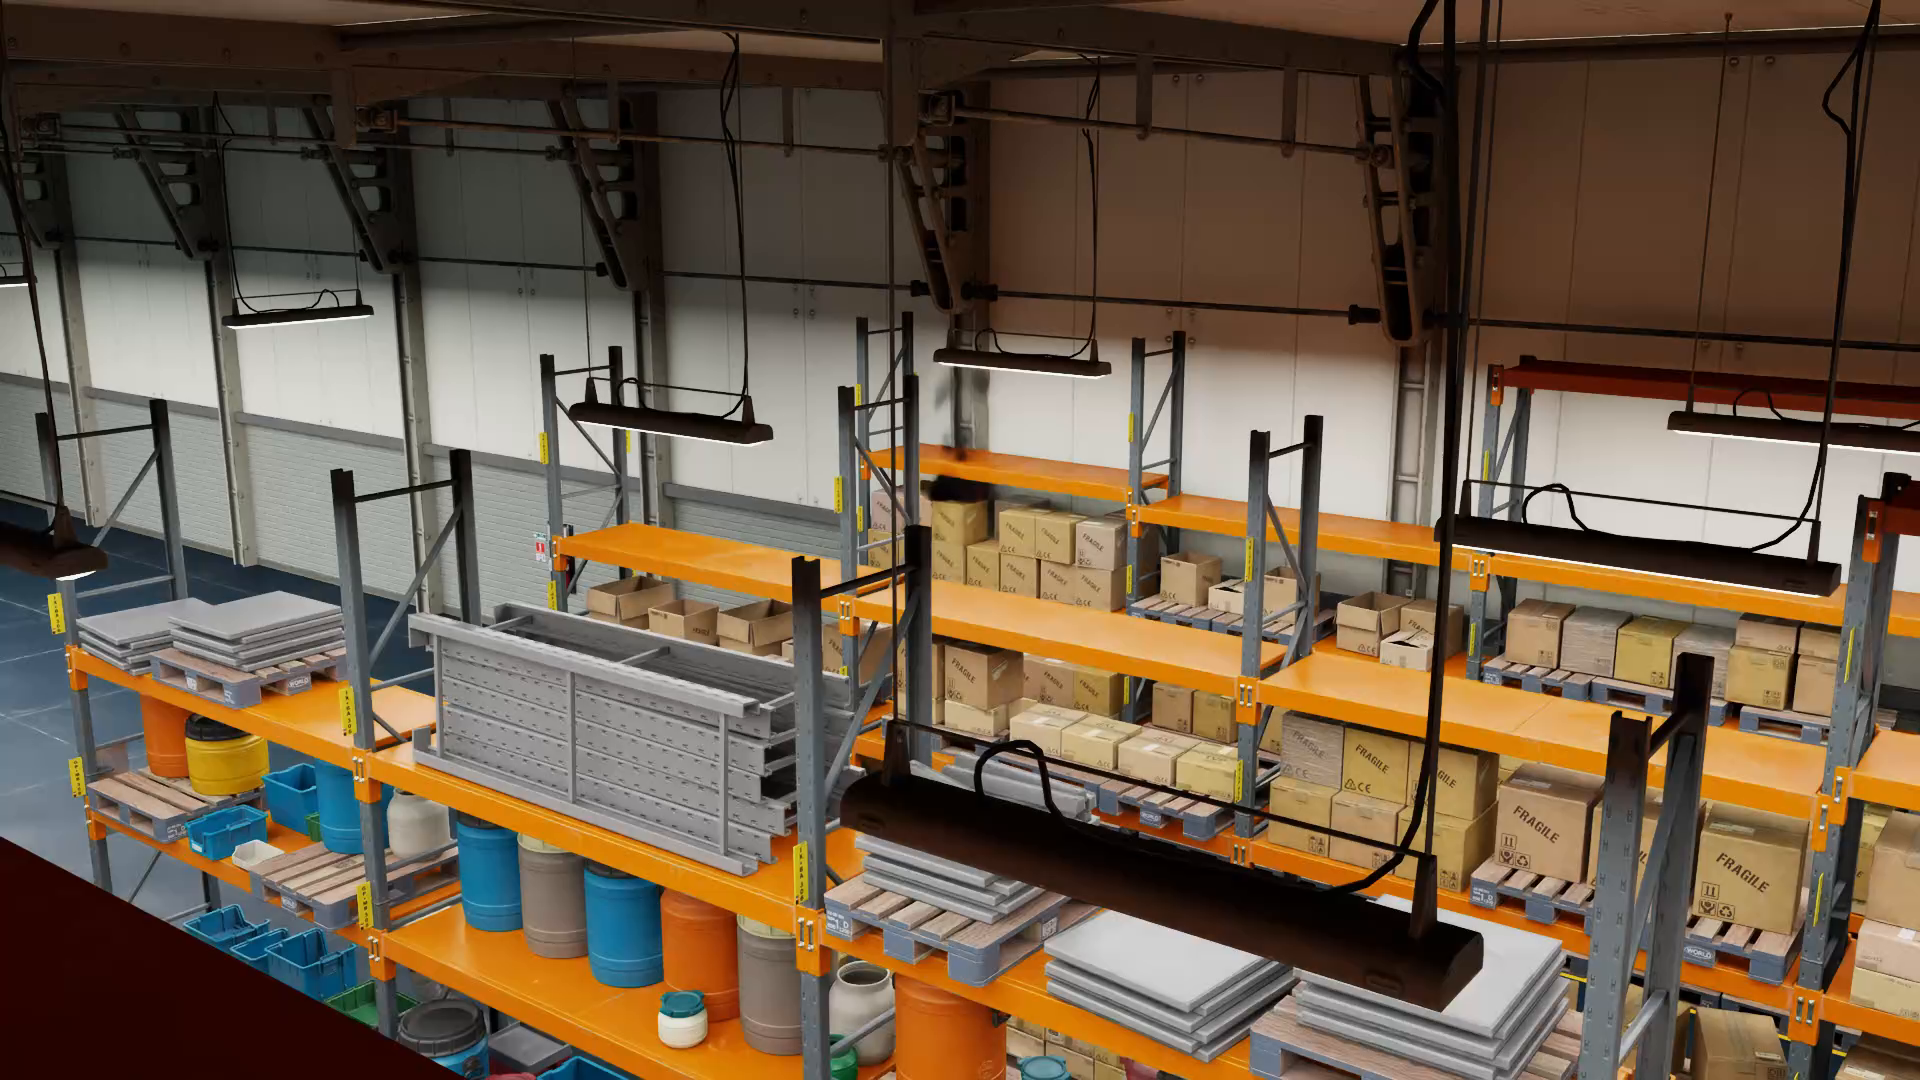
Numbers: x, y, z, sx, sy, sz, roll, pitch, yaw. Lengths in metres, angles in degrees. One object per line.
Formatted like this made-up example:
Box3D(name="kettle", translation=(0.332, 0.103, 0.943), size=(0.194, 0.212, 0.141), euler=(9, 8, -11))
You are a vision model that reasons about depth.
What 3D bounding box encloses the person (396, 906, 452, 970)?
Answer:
Box3D(name="person", translation=(-4.851, 3.429, 14.992), size=(0.609, 0.830, 0.576), euler=(11, 17, 41))
